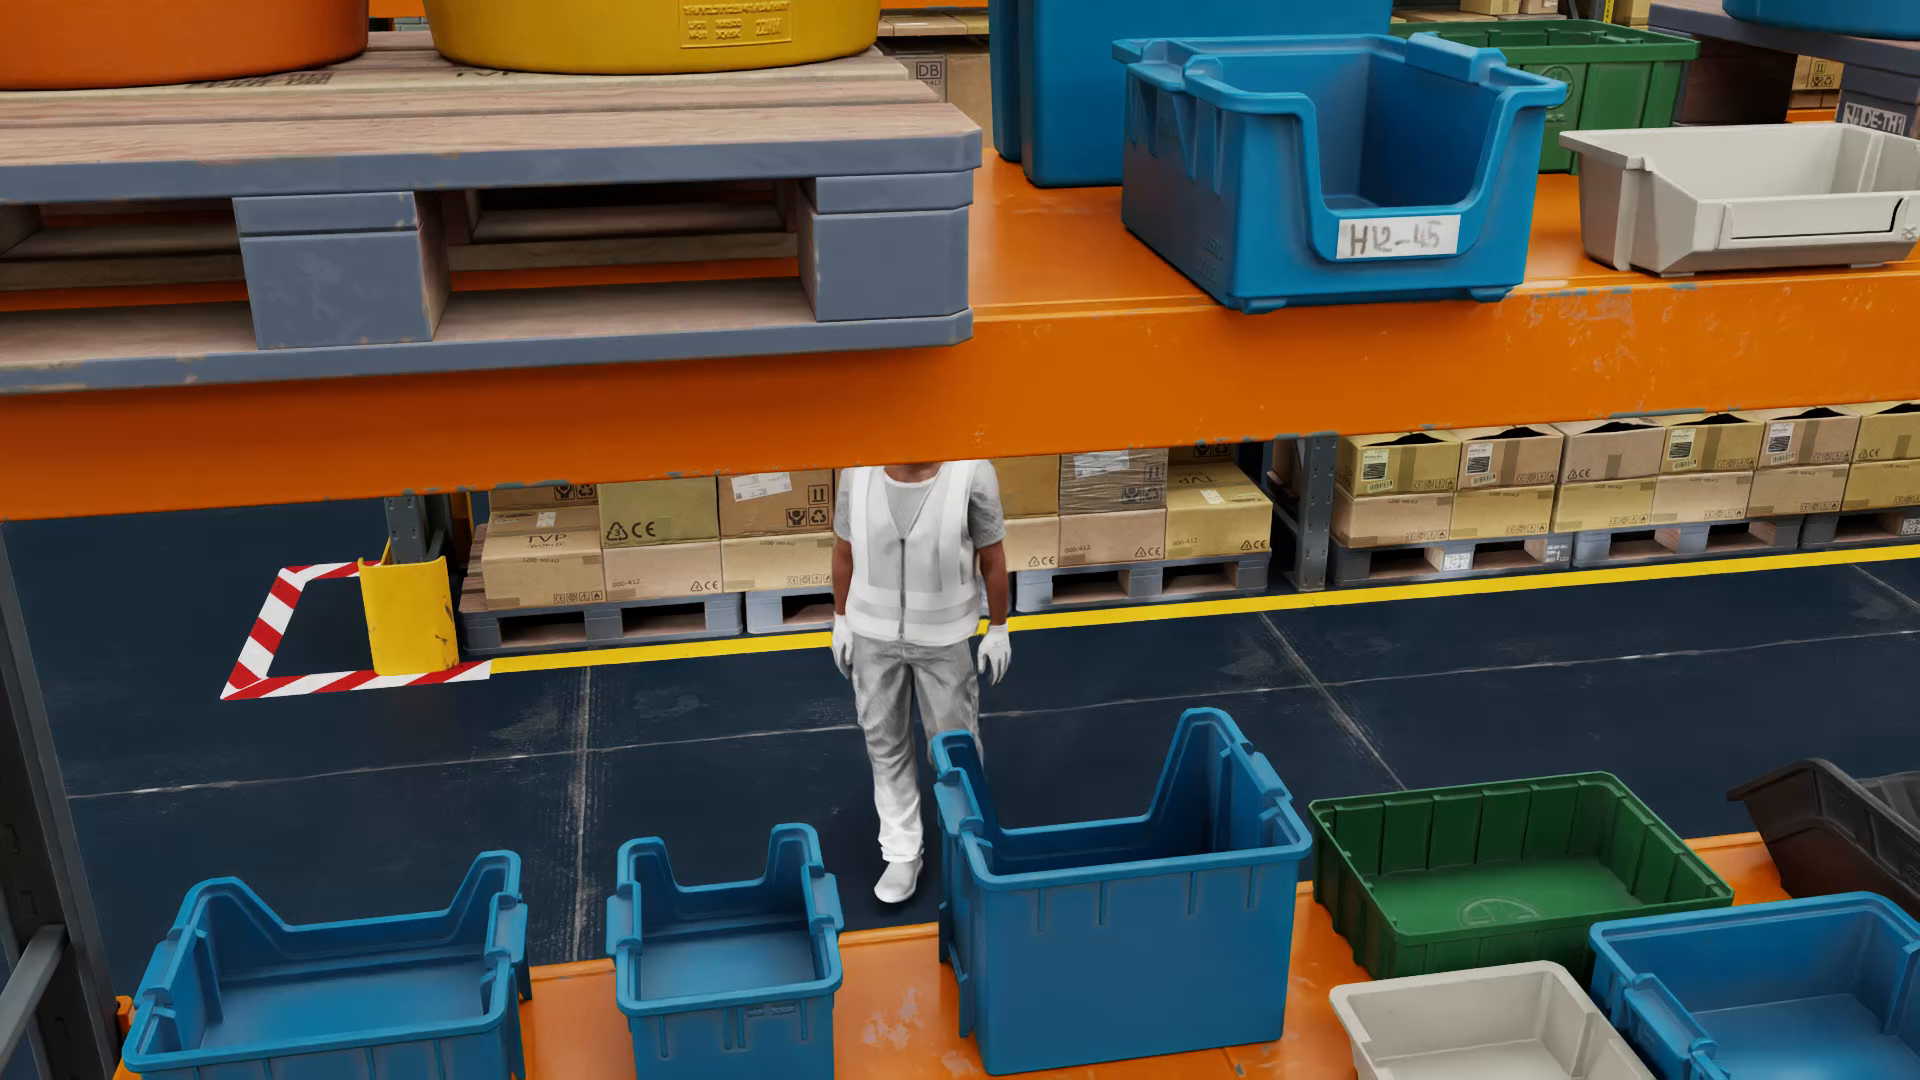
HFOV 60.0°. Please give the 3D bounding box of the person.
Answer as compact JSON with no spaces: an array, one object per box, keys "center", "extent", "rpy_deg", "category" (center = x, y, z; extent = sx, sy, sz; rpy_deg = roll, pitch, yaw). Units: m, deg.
[{"center":[-0.129,0.286,5.363],"extent":[0.594,1.778,0.629],"rpy_deg":[4,23,9],"category":"person"}]
